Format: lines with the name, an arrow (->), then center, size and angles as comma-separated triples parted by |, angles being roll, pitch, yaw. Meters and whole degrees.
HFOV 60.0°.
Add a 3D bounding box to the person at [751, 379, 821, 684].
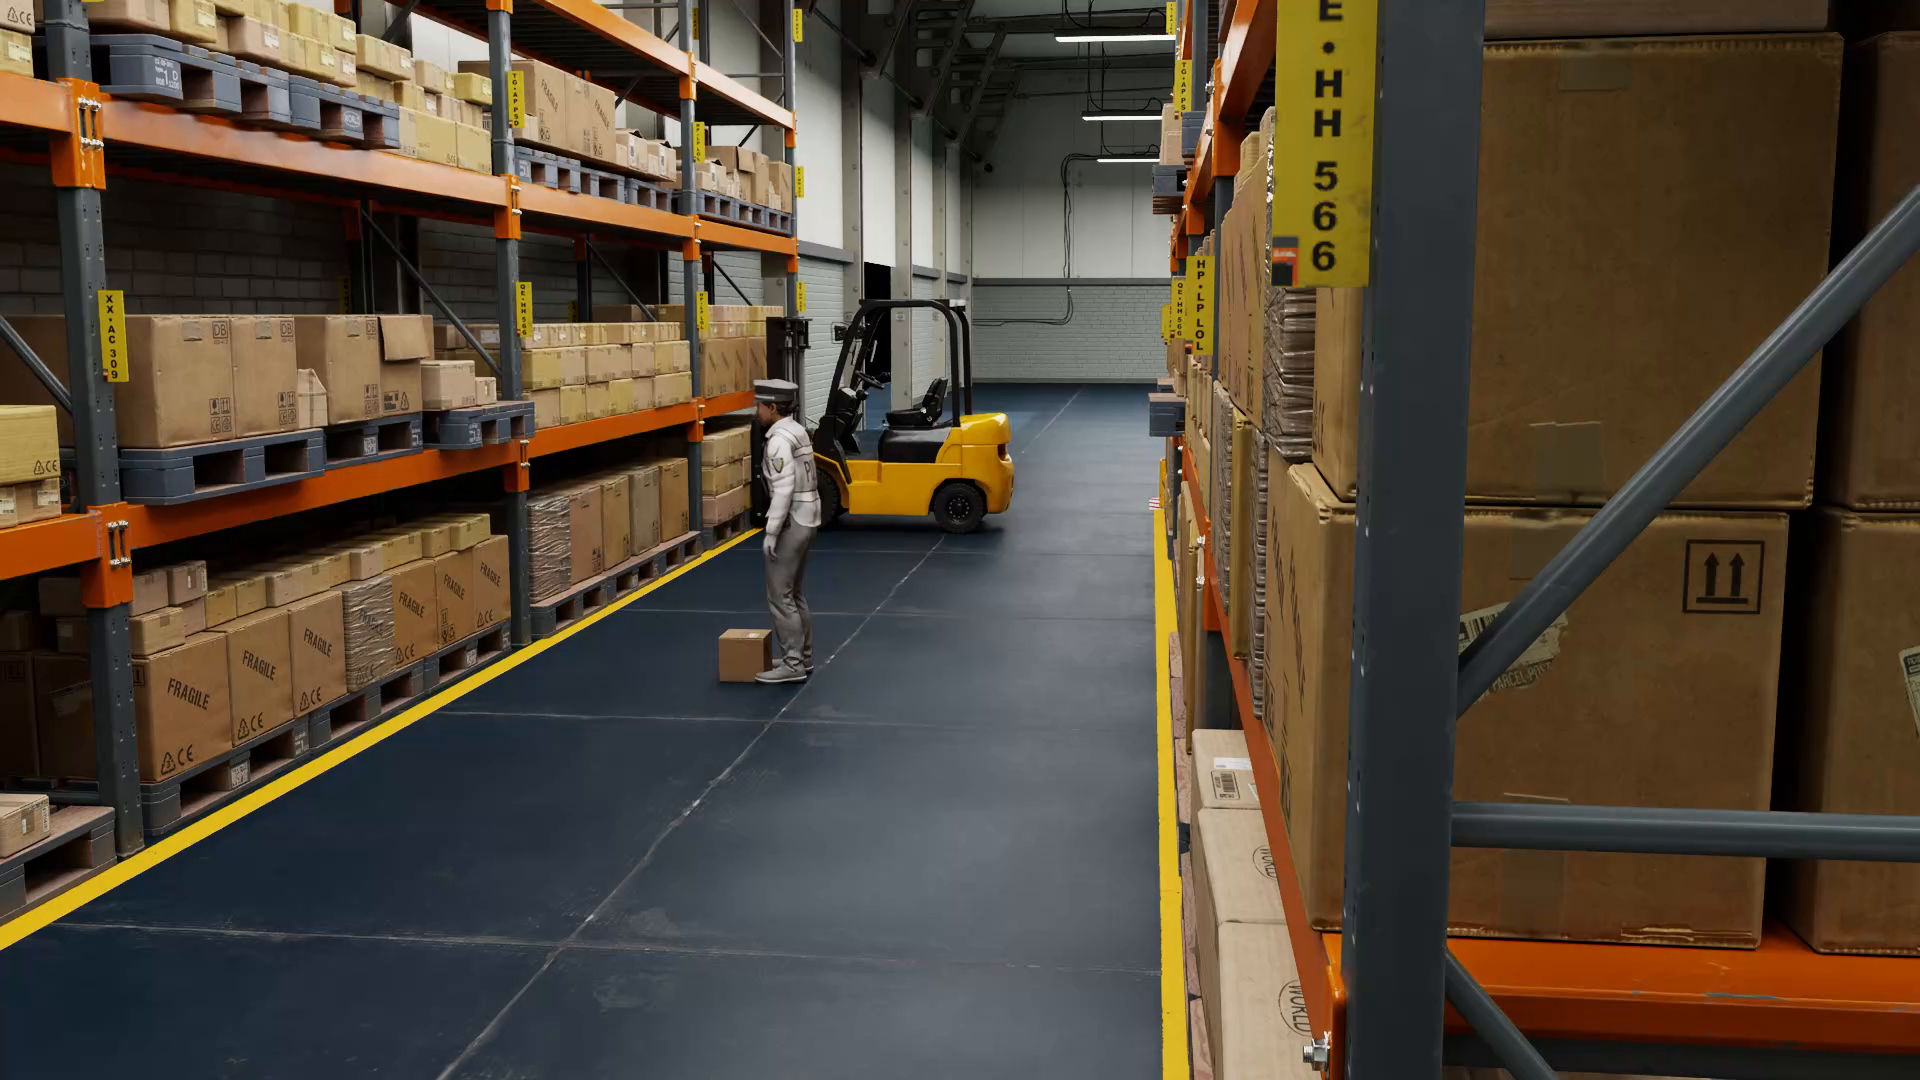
person -> -0.957, -0.053, 9.177 | 0.371, 1.664, 0.529 | 1, 8, 7
